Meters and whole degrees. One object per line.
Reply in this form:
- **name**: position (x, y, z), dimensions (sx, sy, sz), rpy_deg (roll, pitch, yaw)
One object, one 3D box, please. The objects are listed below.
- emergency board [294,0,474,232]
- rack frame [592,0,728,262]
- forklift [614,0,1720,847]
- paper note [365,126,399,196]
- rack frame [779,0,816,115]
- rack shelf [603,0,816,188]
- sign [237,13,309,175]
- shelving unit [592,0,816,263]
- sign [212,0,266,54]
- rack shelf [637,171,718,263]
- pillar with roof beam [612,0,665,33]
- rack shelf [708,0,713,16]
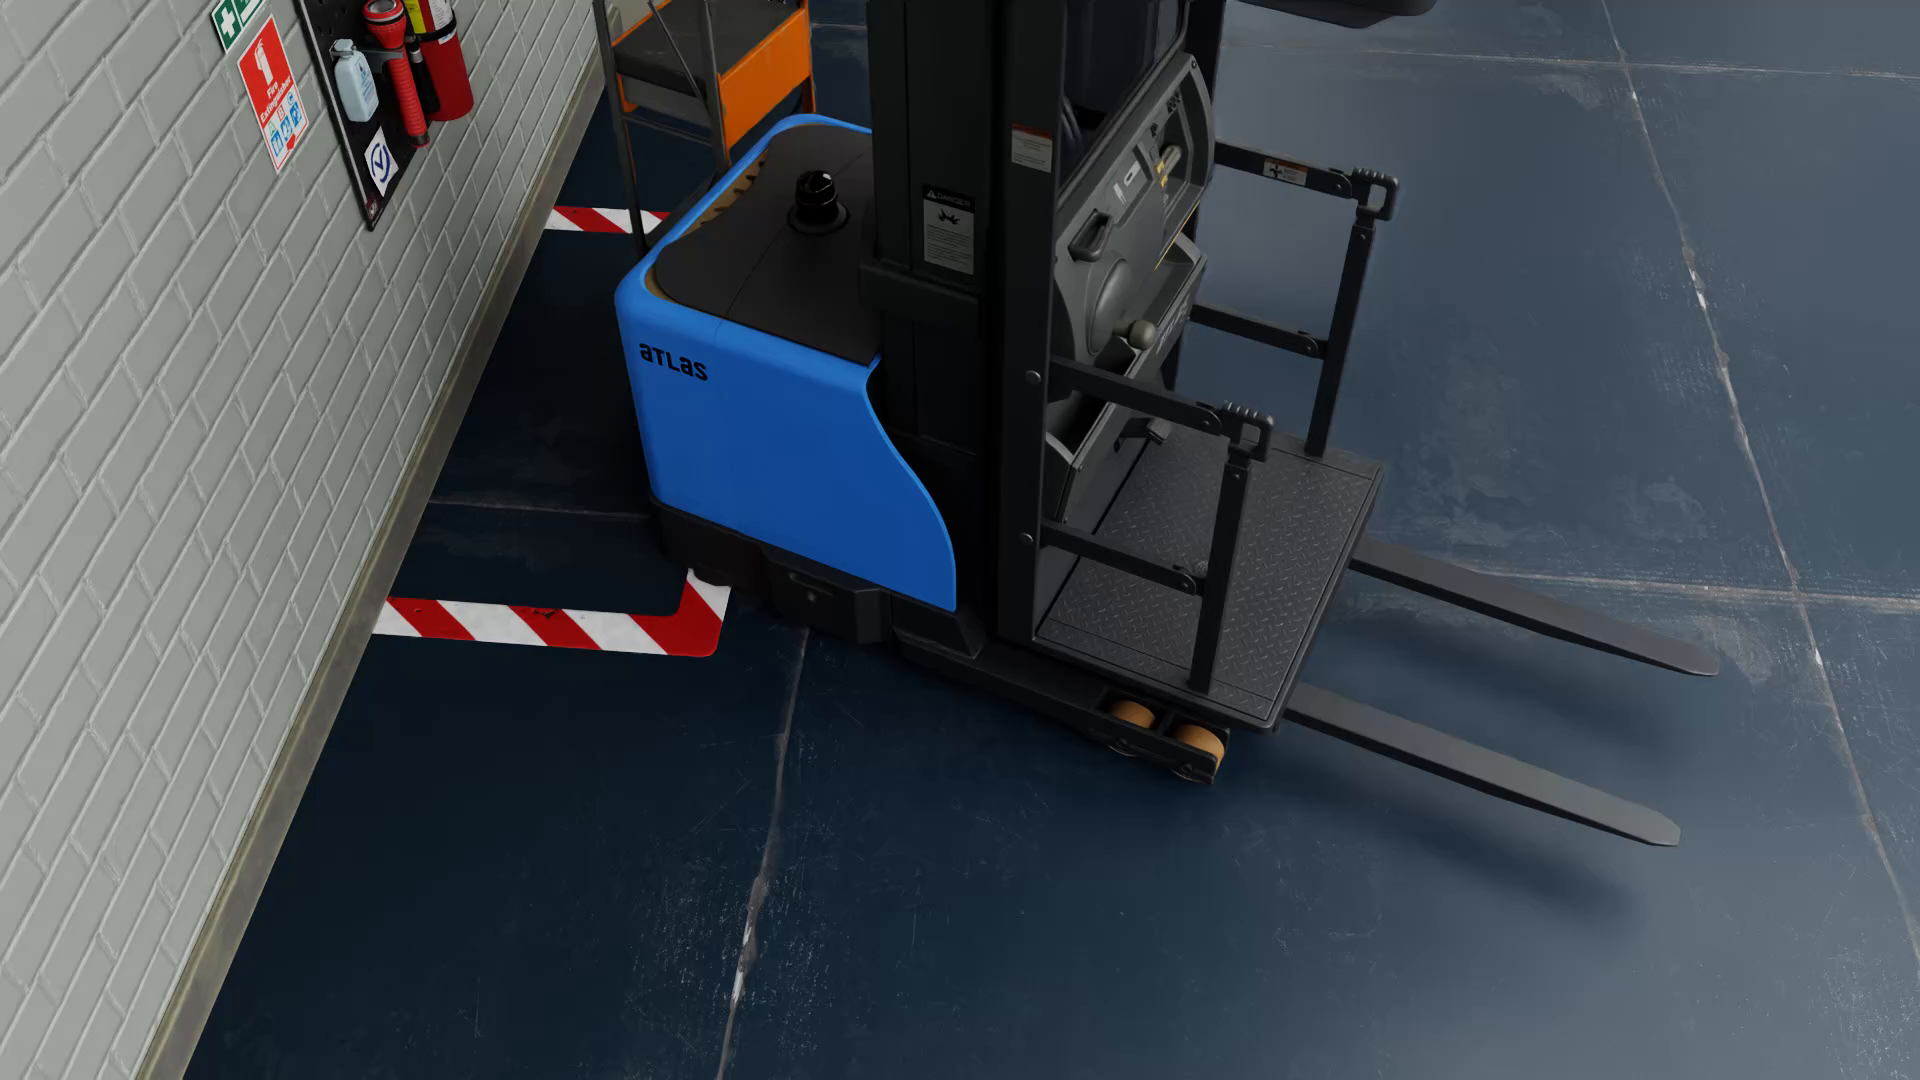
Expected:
- **emergency board**: position (-1.590, -1.520, 4.607), dimensions (0.194, 1.169, 0.643), rpy_deg (4, 48, 4)
- **rack frame**: position (-0.866, -1.215, 4.937), dimensions (0.400, 2.100, 0.015), rpy_deg (21, 51, 18)
- **forklift**: position (0.613, -0.769, 3.967), dimensions (3.031, 2.935, 1.130), rpy_deg (20, 51, 17)
- **paper note**: position (-1.675, -1.097, 4.818), dimensions (0.016, 0.148, 0.142), rpy_deg (4, 48, 4)
- **rack frame**: position (-0.638, -1.532, 5.228), dimensions (0.400, 2.100, 0.015), rpy_deg (21, 51, 18)
- **rack shelf**: position (-0.752, -1.364, 5.093), dimensions (0.431, 0.518, 0.480), rpy_deg (21, 51, 18)
- **sign**: position (-1.743, -1.133, 4.229), dimensions (0.001, 0.329, 0.234), rpy_deg (4, 48, 4)
- **shelving unit**: position (-0.752, -1.374, 5.082), dimensions (0.431, 2.100, 0.503), rpy_deg (21, 51, 18)
- **sign**: position (-1.734, -1.314, 4.036), dimensions (0.001, 0.109, 0.331), rpy_deg (4, 48, 4)
- **rack shelf**: position (-0.753, -0.891, 5.608), dimensions (0.431, 0.518, 0.480), rpy_deg (21, 51, 18)
- **pillar with roof beam**: position (2.960, -5.068, 3.787), dimensions (9.100, 9.000, 0.400), rpy_deg (4, 48, 4)
- **rack shelf**: position (-0.751, -1.837, 4.577), dimensions (0.431, 0.518, 0.480), rpy_deg (21, 51, 18)
